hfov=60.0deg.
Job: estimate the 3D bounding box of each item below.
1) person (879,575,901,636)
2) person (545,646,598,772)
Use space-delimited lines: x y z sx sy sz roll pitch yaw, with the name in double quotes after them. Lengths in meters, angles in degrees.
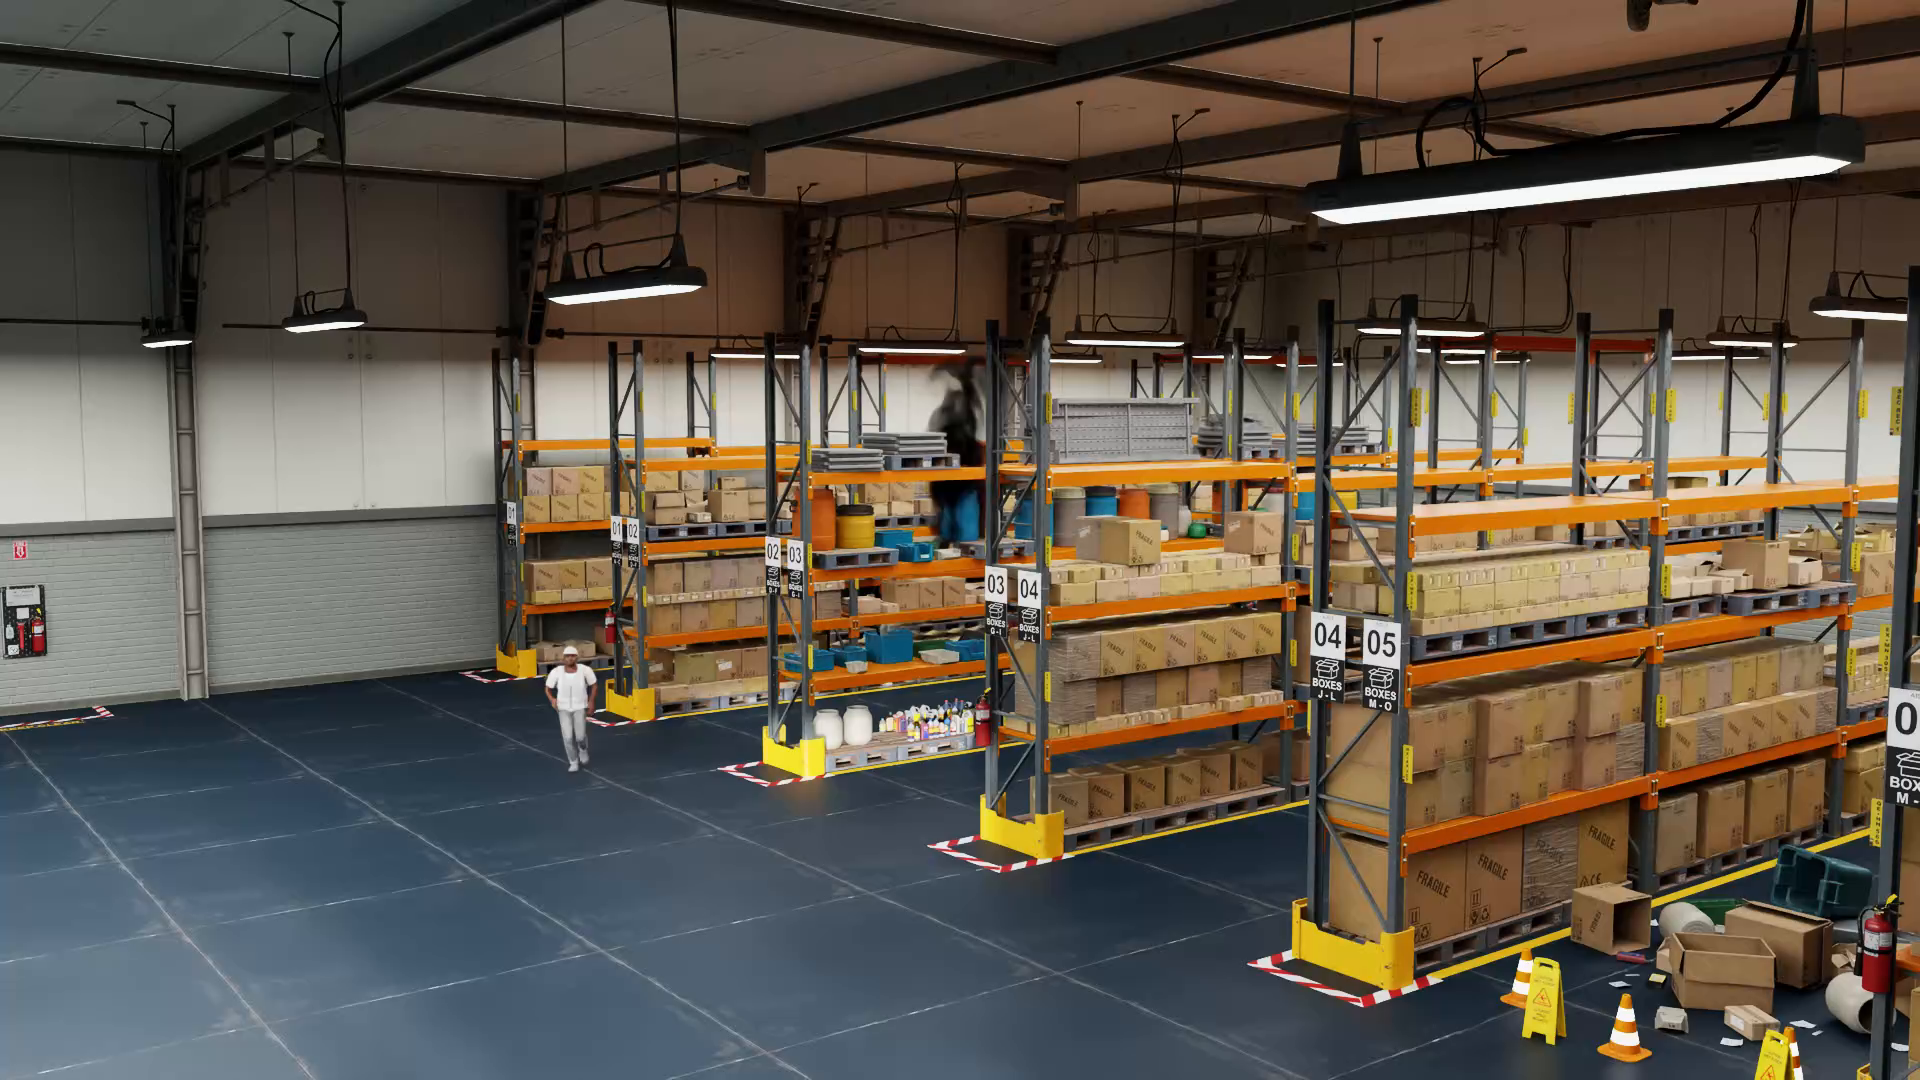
-1.317 1.436 32.661 0.807 1.765 0.711 -4 6 -38 "person"
-5.332 2.302 22.771 0.696 1.725 0.584 -1 5 -8 "person"
